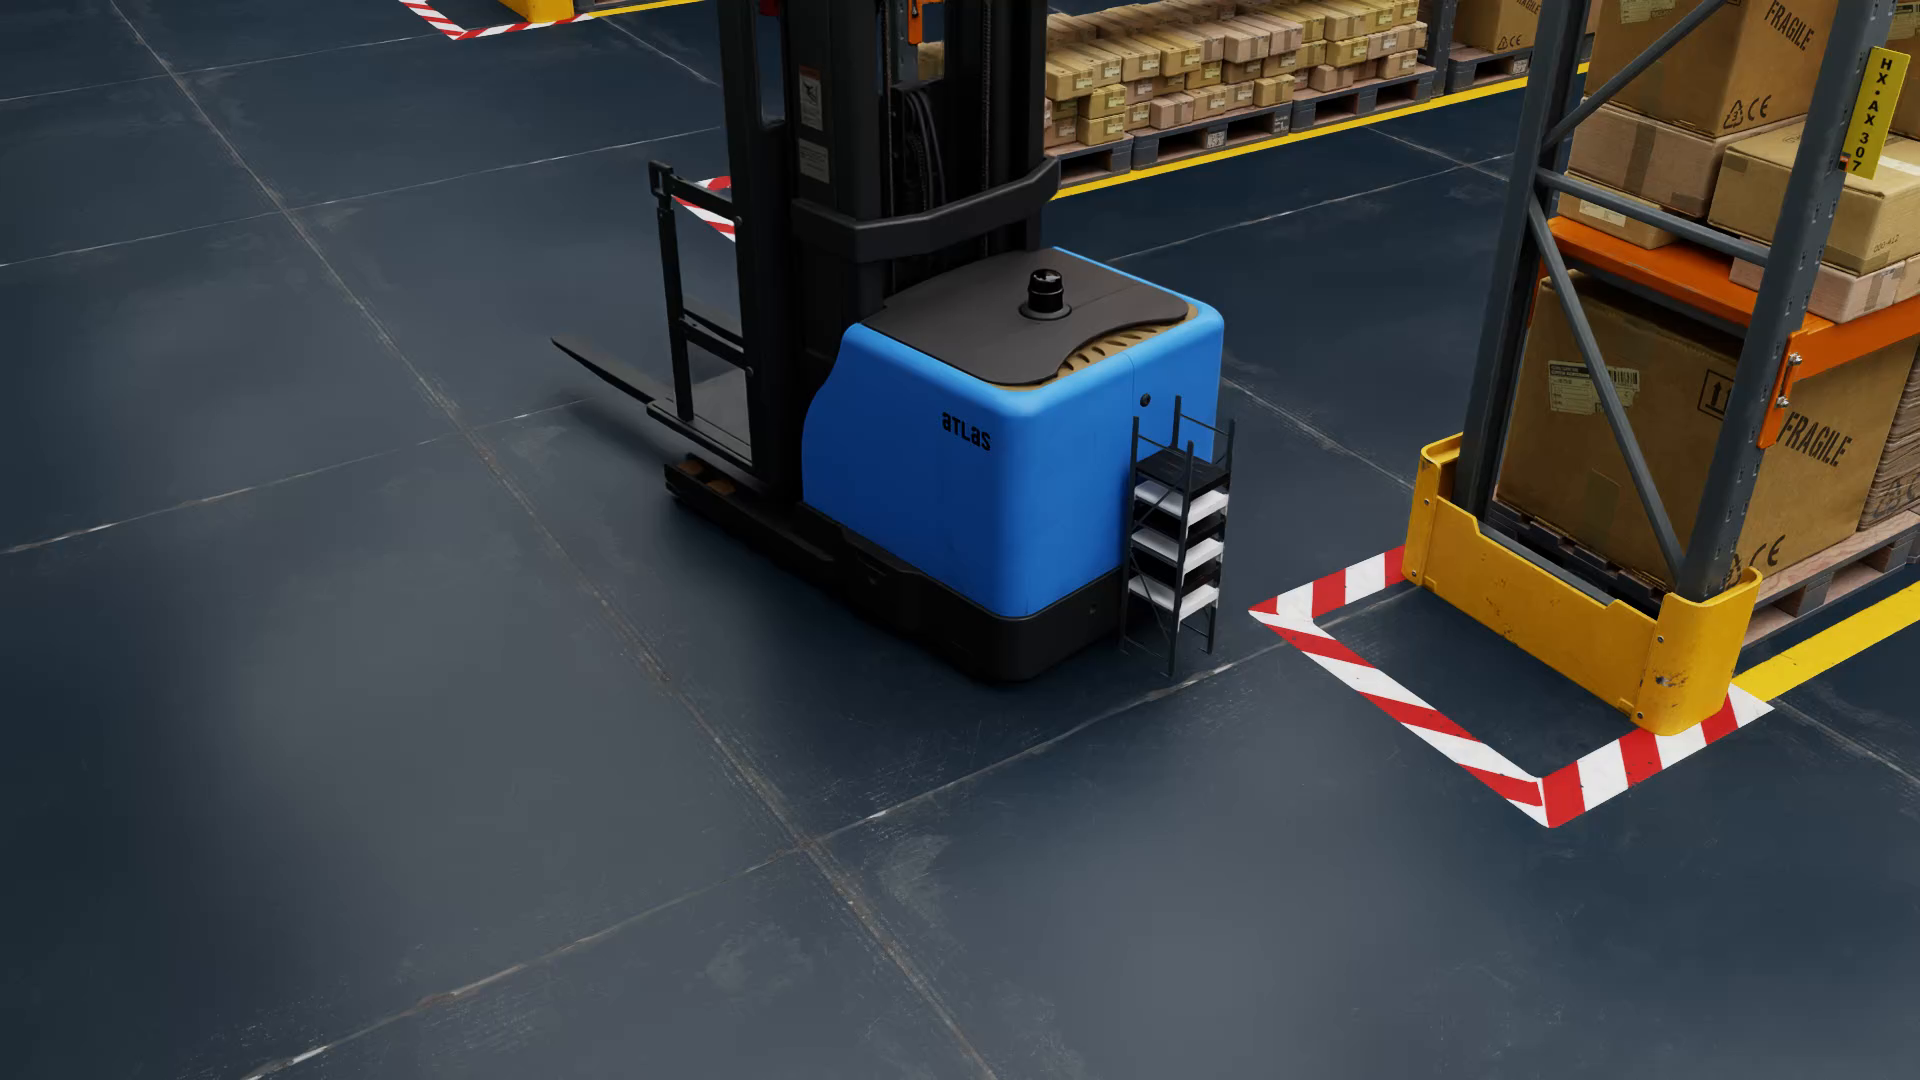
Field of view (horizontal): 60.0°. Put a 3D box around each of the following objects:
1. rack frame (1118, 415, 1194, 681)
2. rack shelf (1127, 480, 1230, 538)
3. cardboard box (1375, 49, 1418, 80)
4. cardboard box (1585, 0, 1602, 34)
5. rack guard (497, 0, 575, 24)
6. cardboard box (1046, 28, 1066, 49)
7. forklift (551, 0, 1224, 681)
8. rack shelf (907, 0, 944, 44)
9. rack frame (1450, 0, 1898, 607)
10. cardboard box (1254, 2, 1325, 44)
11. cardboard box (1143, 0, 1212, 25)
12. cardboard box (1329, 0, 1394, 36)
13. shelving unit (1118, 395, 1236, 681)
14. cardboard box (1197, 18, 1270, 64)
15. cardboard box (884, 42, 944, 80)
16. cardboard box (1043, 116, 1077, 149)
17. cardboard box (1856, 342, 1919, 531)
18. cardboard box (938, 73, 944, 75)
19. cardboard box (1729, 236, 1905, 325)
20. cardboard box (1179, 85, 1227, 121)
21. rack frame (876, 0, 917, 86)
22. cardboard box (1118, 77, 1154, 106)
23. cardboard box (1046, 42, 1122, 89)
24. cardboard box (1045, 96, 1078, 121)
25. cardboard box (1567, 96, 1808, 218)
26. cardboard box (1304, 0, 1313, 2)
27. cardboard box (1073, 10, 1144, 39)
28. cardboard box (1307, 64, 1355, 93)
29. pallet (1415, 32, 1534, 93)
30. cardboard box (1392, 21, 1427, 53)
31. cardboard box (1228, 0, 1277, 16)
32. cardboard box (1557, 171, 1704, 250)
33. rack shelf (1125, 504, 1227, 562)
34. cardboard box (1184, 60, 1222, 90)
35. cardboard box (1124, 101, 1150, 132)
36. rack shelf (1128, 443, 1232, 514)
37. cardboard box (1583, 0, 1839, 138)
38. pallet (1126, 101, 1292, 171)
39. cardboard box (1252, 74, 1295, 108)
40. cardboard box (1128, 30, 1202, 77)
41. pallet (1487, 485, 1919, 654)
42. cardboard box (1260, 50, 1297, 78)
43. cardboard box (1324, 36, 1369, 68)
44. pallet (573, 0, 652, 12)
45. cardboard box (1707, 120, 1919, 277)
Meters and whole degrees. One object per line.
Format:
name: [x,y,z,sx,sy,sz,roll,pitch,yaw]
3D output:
rack frame: [0.624,0.039,5.344,0.006,0.900,0.240,-27,41,-36]
rack shelf: [0.698,-0.122,5.325,0.200,0.077,0.258,-27,41,-36]
cardboard box: [2.679,-3.068,10.580,0.250,0.149,0.380,-18,37,-27]
cardboard box: [4.032,-3.731,11.302,0.500,0.500,0.500,-17,36,-25]
rack guard: [-3.325,-4.332,12.649,0.348,0.500,1.175,-19,37,-27]
cardboard box: [0.413,-2.921,9.790,0.250,0.149,0.380,-21,38,-29]
forklift: [-0.497,-1.476,5.842,1.130,2.935,3.031,-27,41,-36]
rack shelf: [1.143,-3.479,9.629,4.000,0.370,1.077,-19,37,-27]
rack frame: [2.064,-0.952,4.948,0.127,3.000,1.000,-19,37,-27]
cardboard box: [2.007,-3.159,10.167,0.250,0.149,0.380,-18,36,-26]
cardboard box: [1.323,-3.192,10.220,0.250,0.149,0.380,-21,38,-29]
cardboard box: [2.473,-3.274,10.350,0.250,0.149,0.380,-18,37,-27]
shelving unit: [0.697,0.001,5.404,0.210,0.900,0.258,-27,41,-36]
cardboard box: [1.610,-2.956,9.845,0.250,0.149,0.380,-20,38,-29]
cardboard box: [-0.230,-2.696,9.433,0.250,0.149,0.380,-19,37,-27]
cardboard box: [0.456,-2.373,9.478,0.250,0.149,0.380,-19,37,-27]
cardboard box: [3.324,-0.715,6.170,0.875,0.875,0.875,-19,37,-27]
cardboard box: [0.086,-2.428,9.009,0.250,0.149,0.380,-21,38,-29]
cardboard box: [2.542,-0.801,4.943,0.250,0.149,0.380,-19,37,-27]
cardboard box: [1.369,-2.638,9.900,0.250,0.149,0.380,-19,37,-27]
rack frame: [-0.538,-3.206,8.520,0.127,3.000,1.000,-19,37,-27]
cardboard box: [0.906,-2.649,9.637,0.250,0.149,0.380,-21,38,-29]
cardboard box: [0.698,-2.686,9.417,0.250,0.149,0.380,-21,38,-30]
cardboard box: [0.460,-2.504,9.407,0.250,0.149,0.380,-18,37,-27]
cardboard box: [2.328,-1.274,5.319,0.500,0.250,0.500,-20,37,-28]
cardboard box: [2.159,-3.526,10.748,0.250,0.149,0.380,-17,36,-25]
cardboard box: [0.890,-3.050,9.994,0.250,0.149,0.380,-20,38,-29]
cardboard box: [2.228,-2.925,10.353,0.250,0.149,0.380,-20,38,-29]
pallet: [3.478,-3.408,11.455,1.213,0.211,1.003,-19,37,-27]
cardboard box: [2.731,-3.226,10.552,0.250,0.149,0.380,-18,37,-26]
cardboard box: [1.766,-3.345,10.462,0.250,0.149,0.380,-20,37,-28]
cardboard box: [2.185,-1.096,5.412,0.250,0.149,0.380,-18,37,-26]
rack shelf: [0.697,-0.046,5.373,0.200,0.077,0.258,-27,41,-36]
cardboard box: [1.344,-2.819,9.907,0.250,0.149,0.380,-17,36,-25]
cardboard box: [0.893,-2.514,9.702,0.250,0.149,0.380,-19,37,-27]
rack shelf: [0.698,-0.198,5.277,0.200,0.077,0.258,-27,41,-36]
cardboard box: [2.331,-1.590,5.119,0.500,0.500,0.500,-18,37,-27]
pallet: [1.252,-2.618,10.202,1.213,0.211,1.003,-19,37,-27]
cardboard box: [1.809,-2.768,10.105,0.250,0.149,0.380,-19,37,-27]
cardboard box: [1.182,-2.817,9.626,0.250,0.149,0.380,-18,37,-27]
pallet: [2.694,-0.039,6.114,1.213,0.211,1.003,-19,37,-27]
cardboard box: [1.828,-2.946,10.108,0.250,0.149,0.380,-18,36,-26]
cardboard box: [2.295,-3.057,10.284,0.250,0.149,0.380,-20,38,-29]
pallet: [-2.675,-4.483,13.159,1.213,0.211,1.003,-19,37,-27]
cardboard box: [2.614,-1.032,4.937,0.500,0.250,0.500,-20,37,-28]
